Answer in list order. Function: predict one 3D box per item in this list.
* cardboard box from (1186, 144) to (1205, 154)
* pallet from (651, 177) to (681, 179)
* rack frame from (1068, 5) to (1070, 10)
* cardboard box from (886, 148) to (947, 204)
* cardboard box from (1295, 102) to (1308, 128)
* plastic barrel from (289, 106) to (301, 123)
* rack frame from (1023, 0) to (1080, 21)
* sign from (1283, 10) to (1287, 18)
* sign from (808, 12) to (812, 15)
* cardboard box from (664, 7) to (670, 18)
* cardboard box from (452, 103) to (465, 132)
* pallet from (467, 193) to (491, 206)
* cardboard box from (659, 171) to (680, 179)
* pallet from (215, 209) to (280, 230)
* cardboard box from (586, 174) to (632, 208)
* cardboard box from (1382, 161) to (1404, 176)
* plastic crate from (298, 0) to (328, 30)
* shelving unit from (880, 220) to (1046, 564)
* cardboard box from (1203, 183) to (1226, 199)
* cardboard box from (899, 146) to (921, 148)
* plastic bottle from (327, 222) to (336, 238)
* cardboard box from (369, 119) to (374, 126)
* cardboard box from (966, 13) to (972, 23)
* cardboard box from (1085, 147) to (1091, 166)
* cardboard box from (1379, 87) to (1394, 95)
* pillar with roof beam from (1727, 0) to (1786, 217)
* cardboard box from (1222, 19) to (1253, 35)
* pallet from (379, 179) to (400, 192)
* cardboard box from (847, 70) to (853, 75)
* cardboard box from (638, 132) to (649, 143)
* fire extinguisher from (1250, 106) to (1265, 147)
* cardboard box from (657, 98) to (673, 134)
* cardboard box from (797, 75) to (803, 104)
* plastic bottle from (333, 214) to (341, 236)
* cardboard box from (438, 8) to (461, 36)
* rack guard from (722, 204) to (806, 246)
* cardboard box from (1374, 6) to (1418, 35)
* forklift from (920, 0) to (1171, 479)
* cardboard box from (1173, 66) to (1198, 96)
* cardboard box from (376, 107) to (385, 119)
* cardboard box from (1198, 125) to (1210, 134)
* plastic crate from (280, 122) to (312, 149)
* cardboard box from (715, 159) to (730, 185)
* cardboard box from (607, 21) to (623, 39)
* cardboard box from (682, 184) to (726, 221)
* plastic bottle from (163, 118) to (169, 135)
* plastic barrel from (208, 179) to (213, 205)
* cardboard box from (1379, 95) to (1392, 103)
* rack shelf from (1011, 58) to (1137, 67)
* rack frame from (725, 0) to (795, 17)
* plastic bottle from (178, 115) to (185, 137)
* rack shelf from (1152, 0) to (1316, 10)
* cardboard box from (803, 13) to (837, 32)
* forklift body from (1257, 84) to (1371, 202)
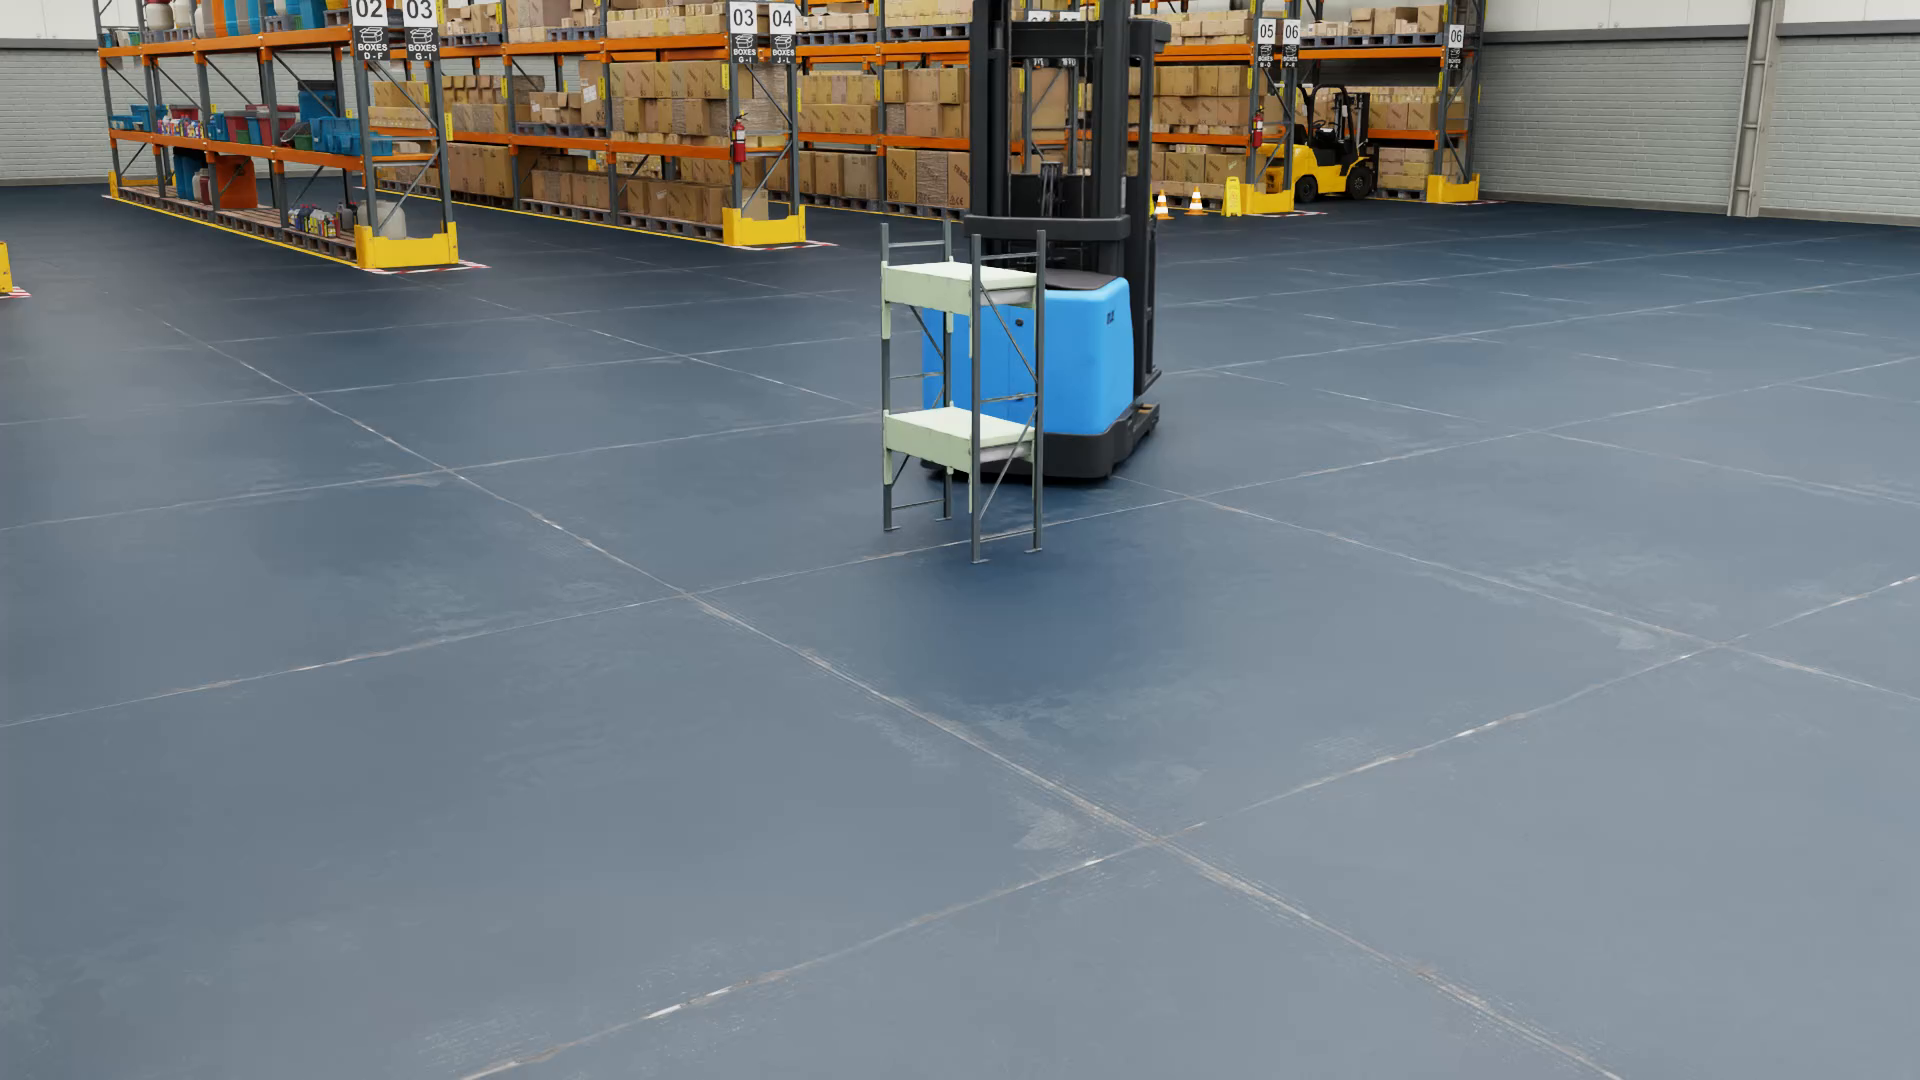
[{"bbox_3d":[4.235,-6.931,29.481,0.380,0.149,0.250,-10,18,-34],"label":"cardboard box"},{"bbox_3d":[-6.092,-7.693,35.783,1.003,0.211,1.213,-11,19,-35],"label":"pallet"},{"bbox_3d":[2.289,-13.355,39.823,1.000,3.000,0.127,-11,19,-35],"label":"rack frame"},{"bbox_3d":[-0.651,-6.224,28.364,0.875,0.875,0.875,-11,19,-34],"label":"cardboard box"},{"bbox_3d":[7.043,-8.666,33.866,0.500,0.500,0.500,-12,19,-36],"label":"cardboard box"},{"bbox_3d":[-9.427,-5.978,23.980,0.433,0.535,0.433,0,15,0],"label":"plastic barrel"},{"bbox_3d":[1.387,-9.231,24.757,1.000,3.000,0.127,-11,19,-35],"label":"rack frame"},{"bbox_3d":[6.560,-10.514,33.552,0.100,0.325,0.005,-11,19,-35],"label":"sign"},{"bbox_3d":[-2.863,-9.864,31.624,0.100,0.325,0.005,-11,19,-35],"label":"sign"},{"bbox_3d":[-3.982,-7.511,23.685,0.380,0.149,0.250,-12,19,-37],"label":"cardboard box"},{"bbox_3d":[-9.081,-7.849,30.881,0.500,0.500,0.500,-11,19,-36],"label":"cardboard box"},{"bbox_3d":[-8.504,-6.393,31.033,1.003,0.211,1.213,-11,19,-35],"label":"pallet"},{"bbox_3d":[-6.174,-7.758,35.345,0.380,0.149,0.250,-11,19,-34],"label":"cardboard box"},{"bbox_3d":[-10.970,-5.012,25.989,1.003,0.211,1.213,-11,19,-35],"label":"pallet"},{"bbox_3d":[-5.645,-5.689,27.082,0.700,0.500,0.500,-11,19,-35],"label":"cardboard box"},{"bbox_3d":[8.520,-7.180,32.094,0.500,0.250,0.500,-11,19,-35],"label":"cardboard box"},{"bbox_3d":[-8.055,-6.620,20.929,0.392,0.384,0.575,-11,19,-35],"label":"plastic crate"},{"bbox_3d":[0.004,-0.722,7.873,0.431,1.500,0.755,-11,19,-35],"label":"shelving unit"},{"bbox_3d":[4.625,-6.140,29.239,0.500,0.250,0.500,-11,19,-35],"label":"cardboard box"},{"bbox_3d":[-0.757,-8.556,36.884,0.875,0.875,0.875,-10,18,-33],"label":"cardboard box"},{"bbox_3d":[-8.125,-4.007,21.501,0.097,0.201,0.097,0,15,0],"label":"plastic bottle"},{"bbox_3d":[-12.150,-8.757,34.867,0.380,0.149,0.250,-11,19,-34],"label":"cardboard box"},{"bbox_3d":[0.319,-8.150,25.979,0.380,0.149,0.250,-11,19,-35],"label":"cardboard box"},{"bbox_3d":[3.302,-8.989,39.175,0.500,0.500,0.500,-12,19,-37],"label":"cardboard box"},{"bbox_3d":[8.289,-8.650,32.015,0.380,0.149,0.250,-10,18,-33],"label":"cardboard box"},{"bbox_3d":[9.710,-9.131,24.393,9.100,9.000,0.400,-11,19,-35],"label":"pillar with roof beam"},{"bbox_3d":[4.813,-8.713,28.266,0.500,0.250,0.500,-11,19,-35],"label":"cardboard box"},{"bbox_3d":[-11.558,-7.502,35.086,1.003,0.211,1.213,-11,19,-35],"label":"pallet"},{"bbox_3d":[-2.368,-10.677,38.093,0.380,0.149,0.250,-11,19,-34],"label":"cardboard box"},{"bbox_3d":[-4.579,-6.013,24.841,0.380,0.149,0.250,-11,19,-35],"label":"cardboard box"},{"bbox_3d":[5.027,-6.994,28.094,0.296,0.674,0.183,-11,19,-35],"label":"fire extinguisher"},{"bbox_3d":[-3.920,-6.213,24.340,0.875,0.500,0.500,-11,19,-35],"label":"cardboard box"},{"bbox_3d":[-2.762,-8.371,30.895,0.700,0.500,0.500,-11,19,-35],"label":"cardboard box"},{"bbox_3d":[-8.165,-4.121,21.764,0.061,0.283,0.133,-11,19,-35],"label":"plastic bottle"},{"bbox_3d":[-9.391,-9.727,31.266,0.700,0.500,0.500,-10,18,-33],"label":"cardboard box"},{"bbox_3d":[-2.729,-4.400,23.204,1.175,0.500,0.348,-11,19,-35],"label":"rack guard"},{"bbox_3d":[8.366,-9.935,31.838,0.700,0.500,0.500,-11,19,-34],"label":"cardboard box"},{"bbox_3d":[0.657,-2.093,10.171,1.130,2.935,3.031,4,16,15],"label":"forklift"},{"bbox_3d":[4.180,-8.079,29.264,0.700,0.500,0.500,-11,19,-35],"label":"cardboard box"},{"bbox_3d":[-11.717,-8.822,34.349,0.500,0.250,0.500,-11,19,-35],"label":"cardboard box"},{"bbox_3d":[4.391,-7.198,29.169,0.380,0.149,0.250,-10,18,-34],"label":"cardboard box"},{"bbox_3d":[-8.837,-5.513,22.654,0.767,0.338,0.504,-11,19,-35],"label":"plastic crate"},{"bbox_3d":[-4.541,-7.364,33.241,0.500,0.500,0.500,-12,19,-37],"label":"cardboard box"},{"bbox_3d":[-4.979,-7.682,25.063,0.500,0.250,0.500,-12,19,-37],"label":"cardboard box"},{"bbox_3d":[-3.770,-4.981,24.532,0.500,0.500,0.500,-9,18,-29],"label":"cardboard box"},{"bbox_3d":[-13.567,-7.087,28.522,0.152,0.276,0.135,-11,19,-35],"label":"plastic bottle"},{"bbox_3d":[-12.100,-5.740,27.282,0.421,0.512,0.421,0,15,0],"label":"plastic barrel"},{"bbox_3d":[8.305,-8.509,32.067,0.380,0.149,0.250,-12,19,-36],"label":"cardboard box"},{"bbox_3d":[1.804,-9.508,32.815,1.077,0.370,4.000,-11,19,-35],"label":"rack shelf"},{"bbox_3d":[-2.684,-8.483,22.023,1.000,3.000,0.127,-11,19,-35],"label":"rack frame"},{"bbox_3d":[-12.896,-6.877,27.615,0.144,0.351,0.185,-11,19,-35],"label":"plastic bottle"},{"bbox_3d":[5.817,-11.533,35.290,1.077,0.370,4.000,-11,19,-35],"label":"rack shelf"},{"bbox_3d":[-2.472,-9.295,29.856,0.500,0.311,0.500,-11,19,-36],"label":"cardboard box"},{"bbox_3d":[6.754,-7.611,31.810,2.313,2.155,1.214,-11,19,-35],"label":"forklift body"}]
